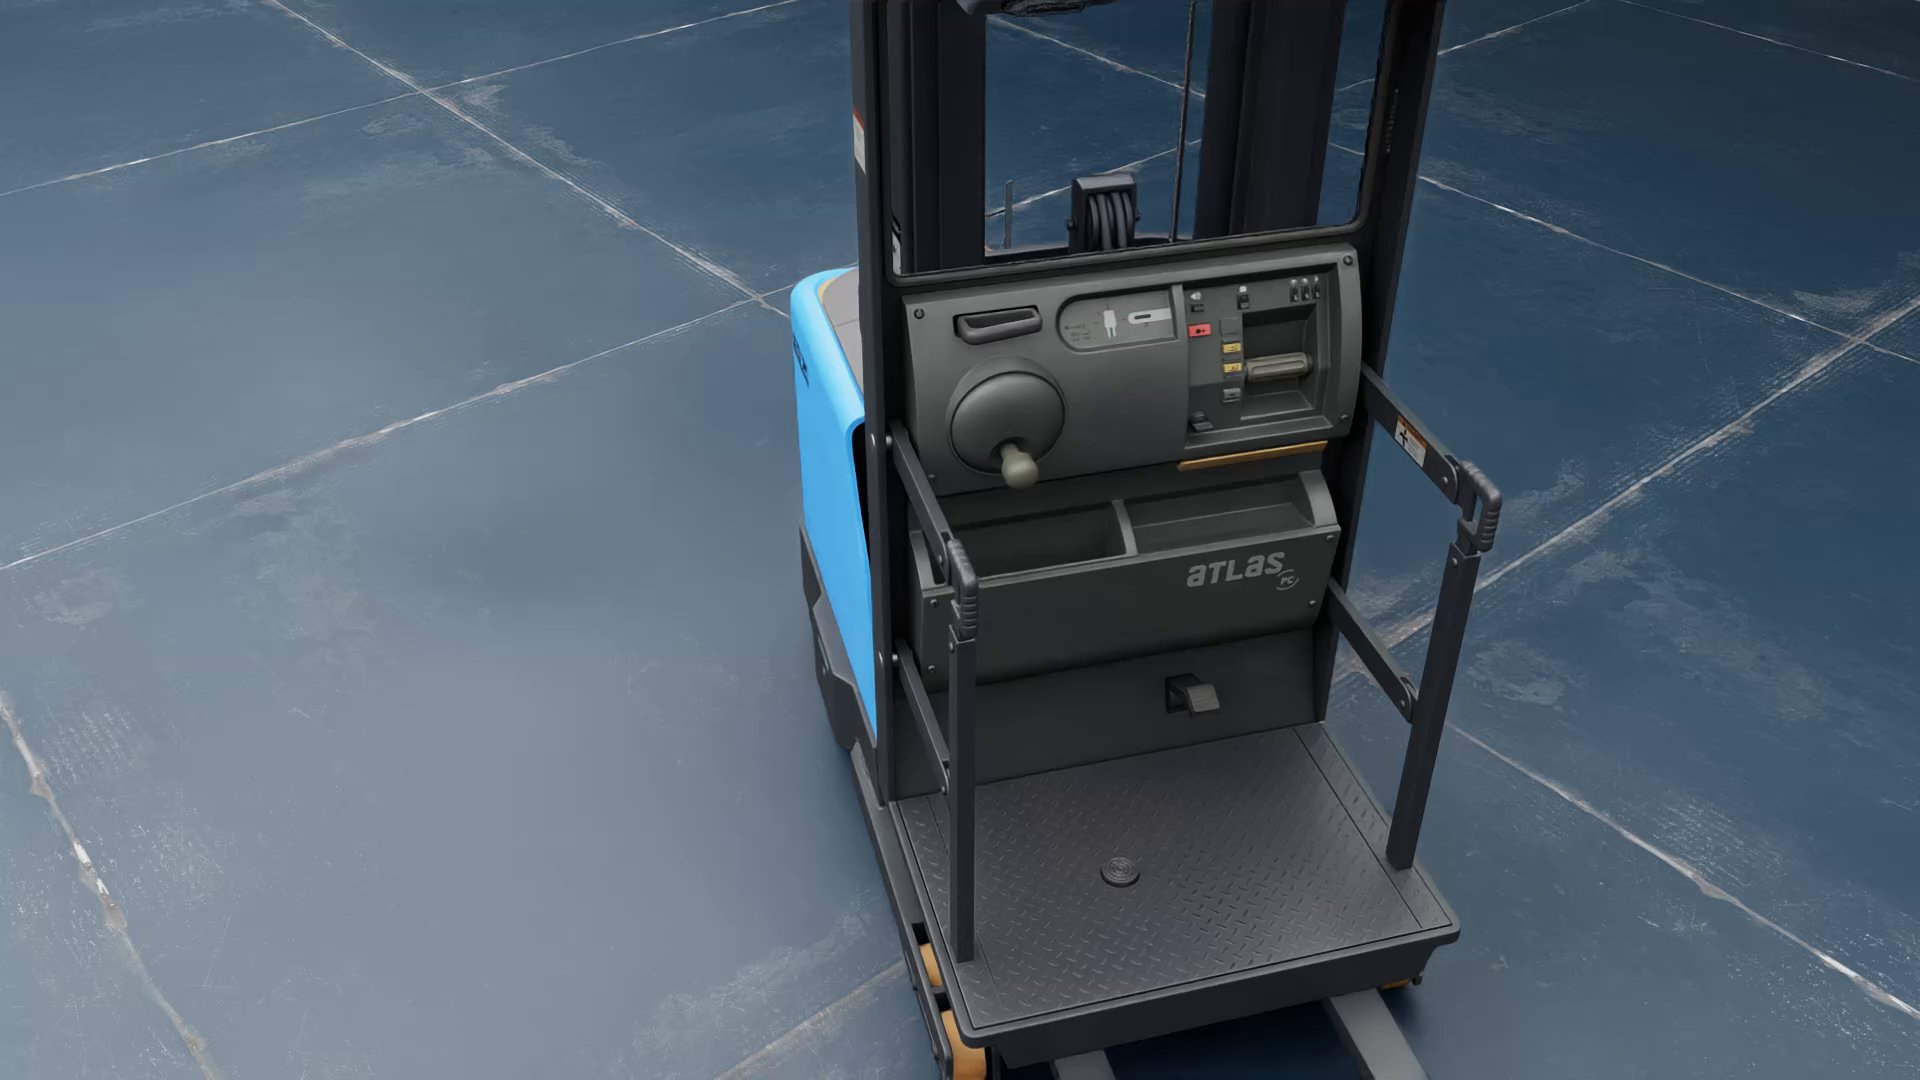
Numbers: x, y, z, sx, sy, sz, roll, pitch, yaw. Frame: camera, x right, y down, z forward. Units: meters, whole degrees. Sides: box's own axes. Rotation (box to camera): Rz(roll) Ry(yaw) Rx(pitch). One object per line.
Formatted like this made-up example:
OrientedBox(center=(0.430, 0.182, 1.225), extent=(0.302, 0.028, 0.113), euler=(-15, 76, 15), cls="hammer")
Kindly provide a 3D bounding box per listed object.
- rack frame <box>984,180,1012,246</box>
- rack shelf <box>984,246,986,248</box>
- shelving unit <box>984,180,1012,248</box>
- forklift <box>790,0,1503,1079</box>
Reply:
OrientedBox(center=(0.048, -0.457, 4.857), extent=(0.240, 1.200, 0.006), euler=(-25, 42, -31), cls="rack frame")
OrientedBox(center=(-0.010, -0.755, 4.732), extent=(0.258, 0.103, 0.180), euler=(-25, 42, -31), cls="rack shelf")
OrientedBox(center=(-0.010, -0.498, 4.915), extent=(0.258, 1.200, 0.189), euler=(-25, 42, -31), cls="shelving unit")
OrientedBox(center=(0.412, -0.274, 3.101), extent=(1.130, 2.935, 3.031), euler=(-9, 36, -12), cls="forklift")
